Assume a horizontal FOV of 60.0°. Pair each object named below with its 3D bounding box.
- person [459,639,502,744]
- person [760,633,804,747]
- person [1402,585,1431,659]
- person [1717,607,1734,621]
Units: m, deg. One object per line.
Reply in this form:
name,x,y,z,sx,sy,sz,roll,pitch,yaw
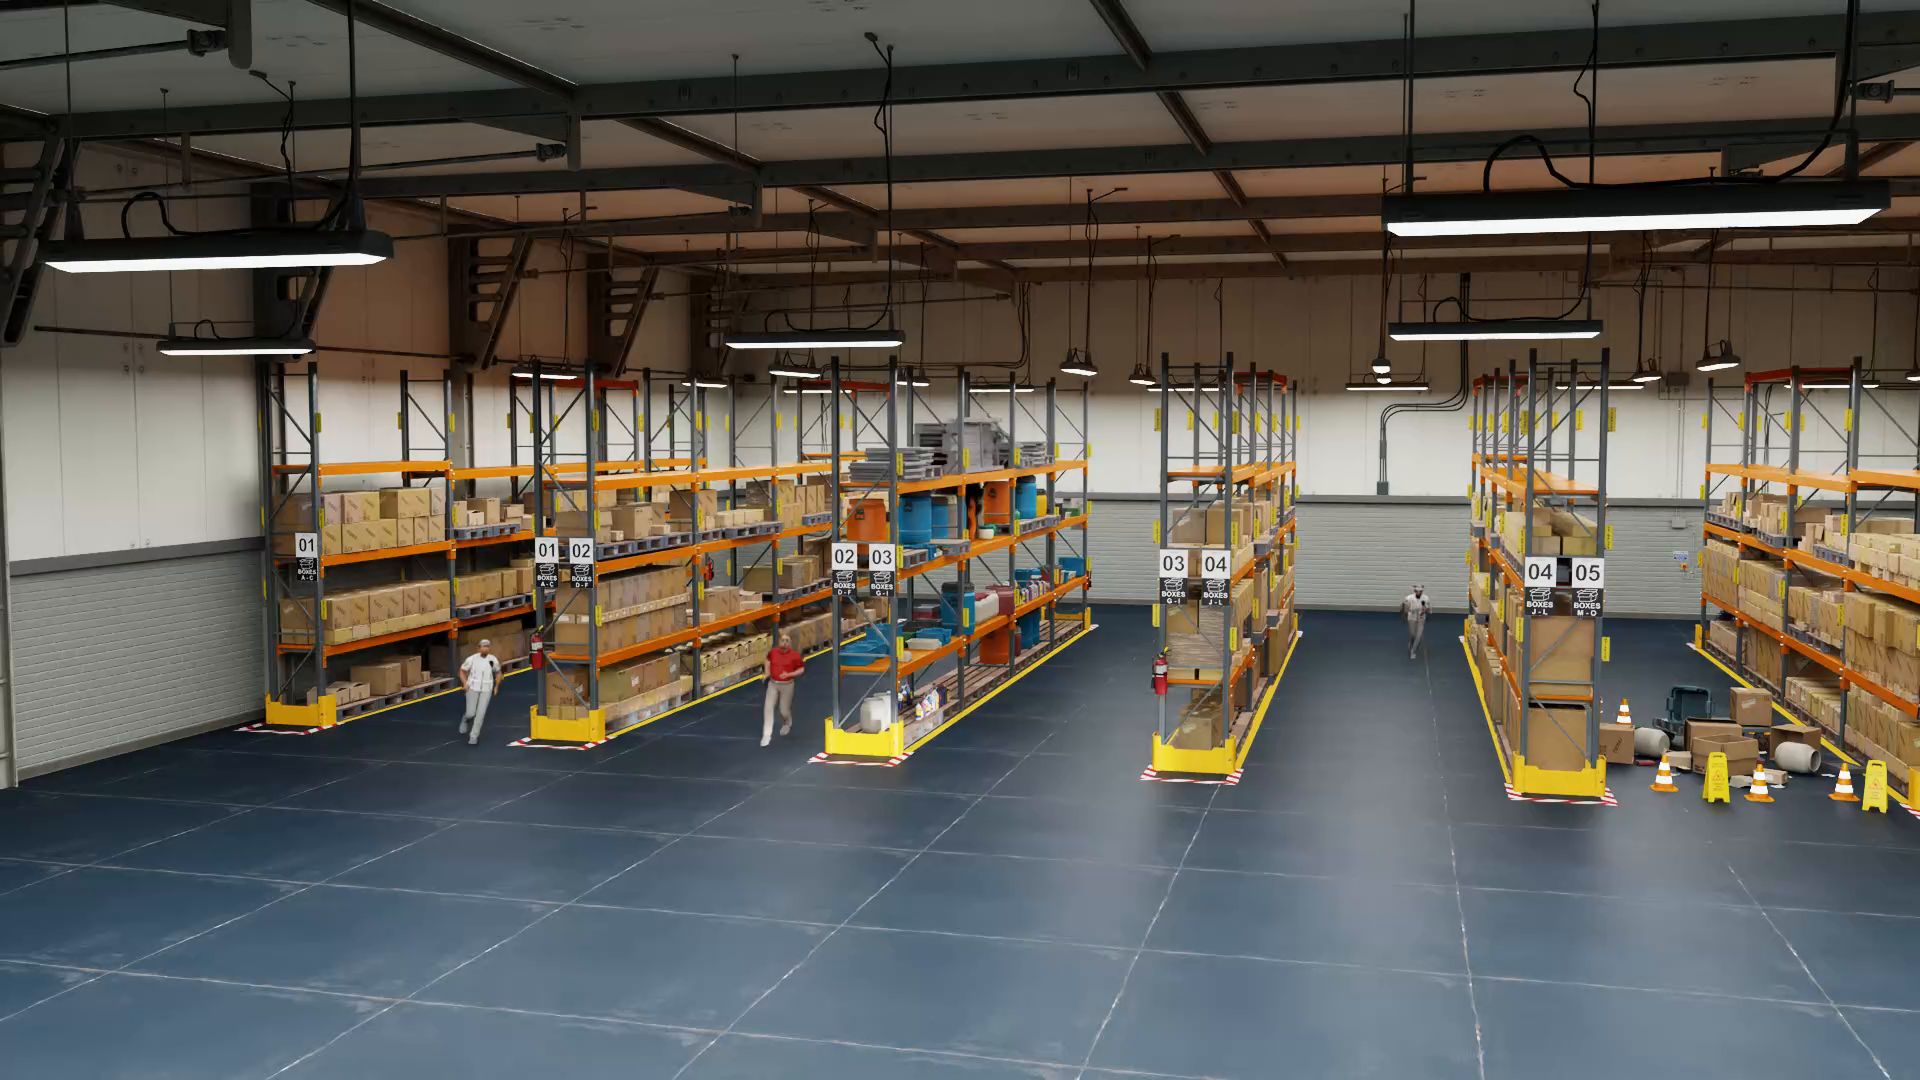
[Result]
person,-7.533,2.364,26.183,0.653,1.602,0.666,-2,4,-24
person,-2.769,2.317,26.070,0.691,1.719,0.963,1,4,11
person,9.691,1.728,35.305,0.562,1.614,0.674,0,4,5
person,17.534,1.557,37.855,0.660,1.606,0.560,-4,5,-43
